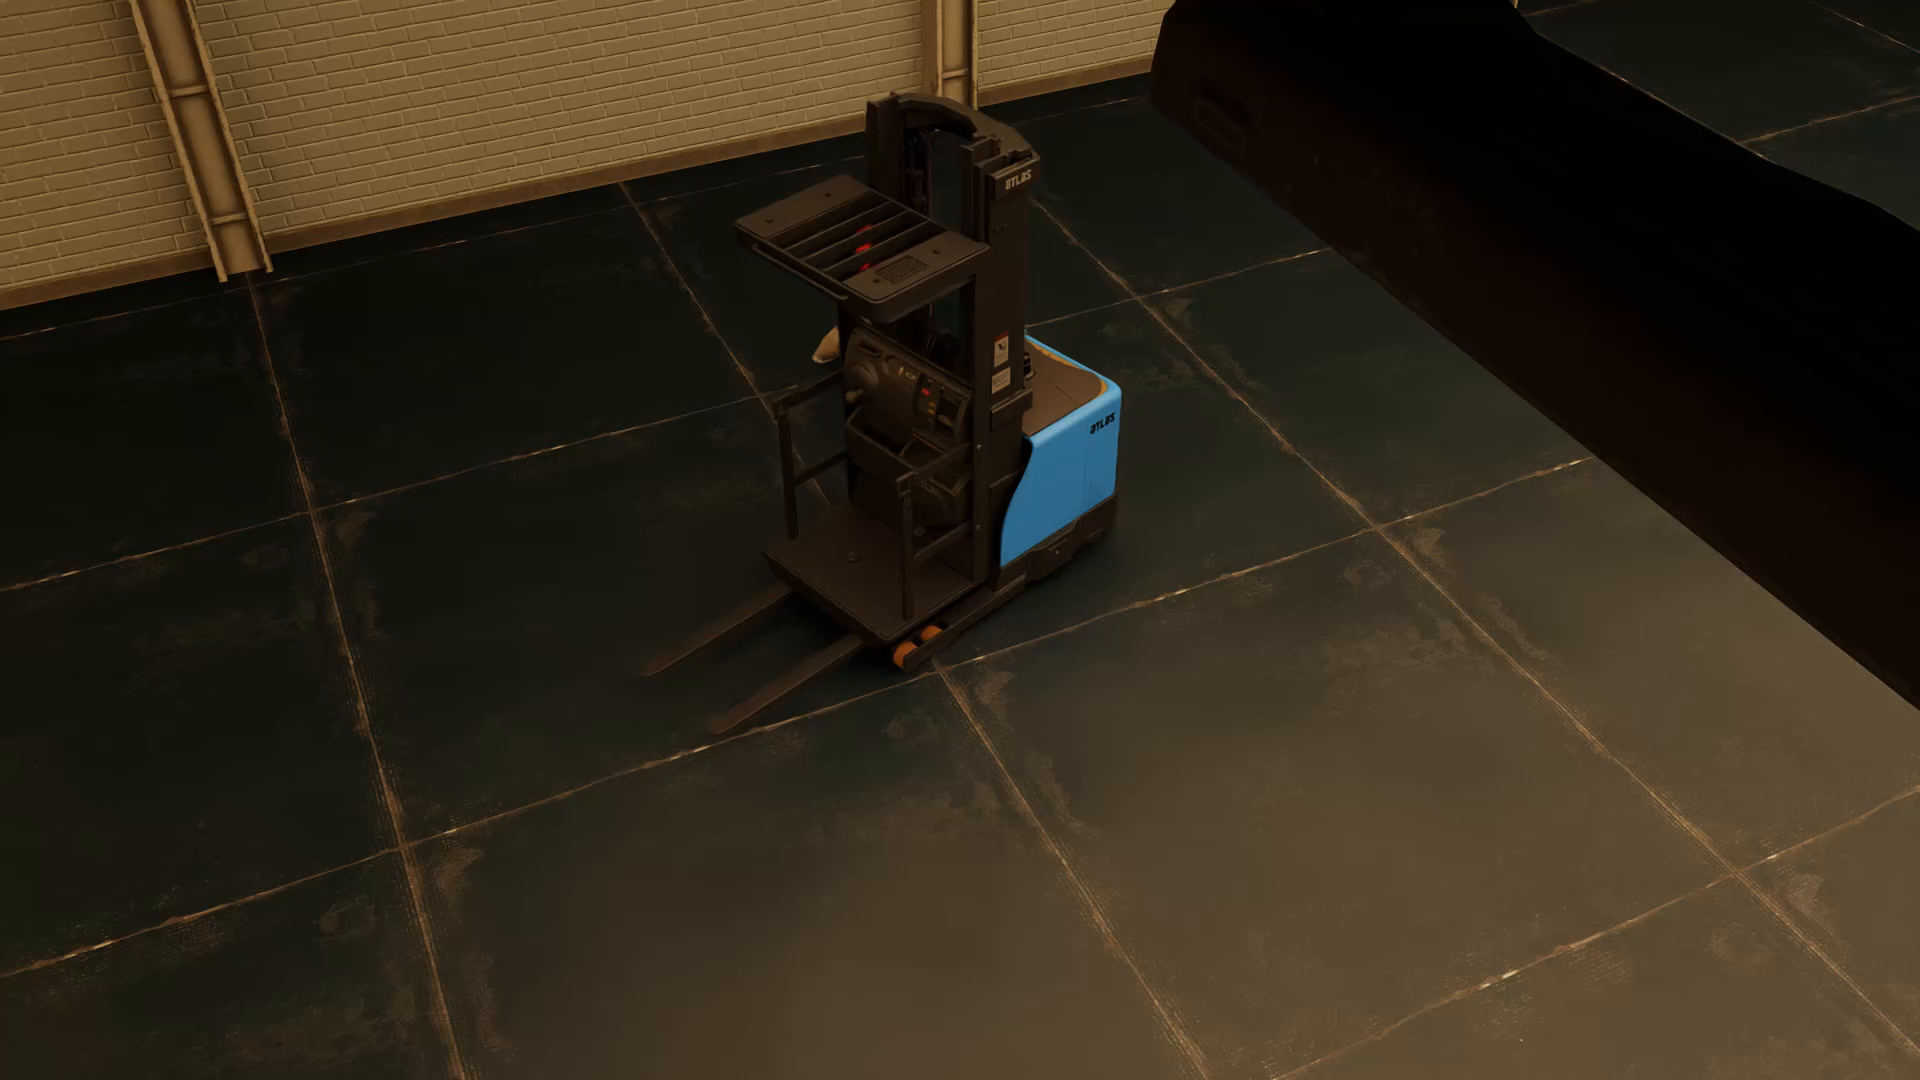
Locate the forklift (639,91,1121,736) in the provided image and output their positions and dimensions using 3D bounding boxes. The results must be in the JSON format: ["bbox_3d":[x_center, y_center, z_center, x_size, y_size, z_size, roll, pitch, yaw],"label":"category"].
[{"bbox_3d":[-0.444,-0.760,8.927,3.031,2.935,1.130,-32,49,-32],"label":"forklift"}]

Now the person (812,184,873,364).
[{"bbox_3d":[-0.486,-1.688,11.151,0.986,1.576,1.043,-9,41,-11],"label":"person"}]
